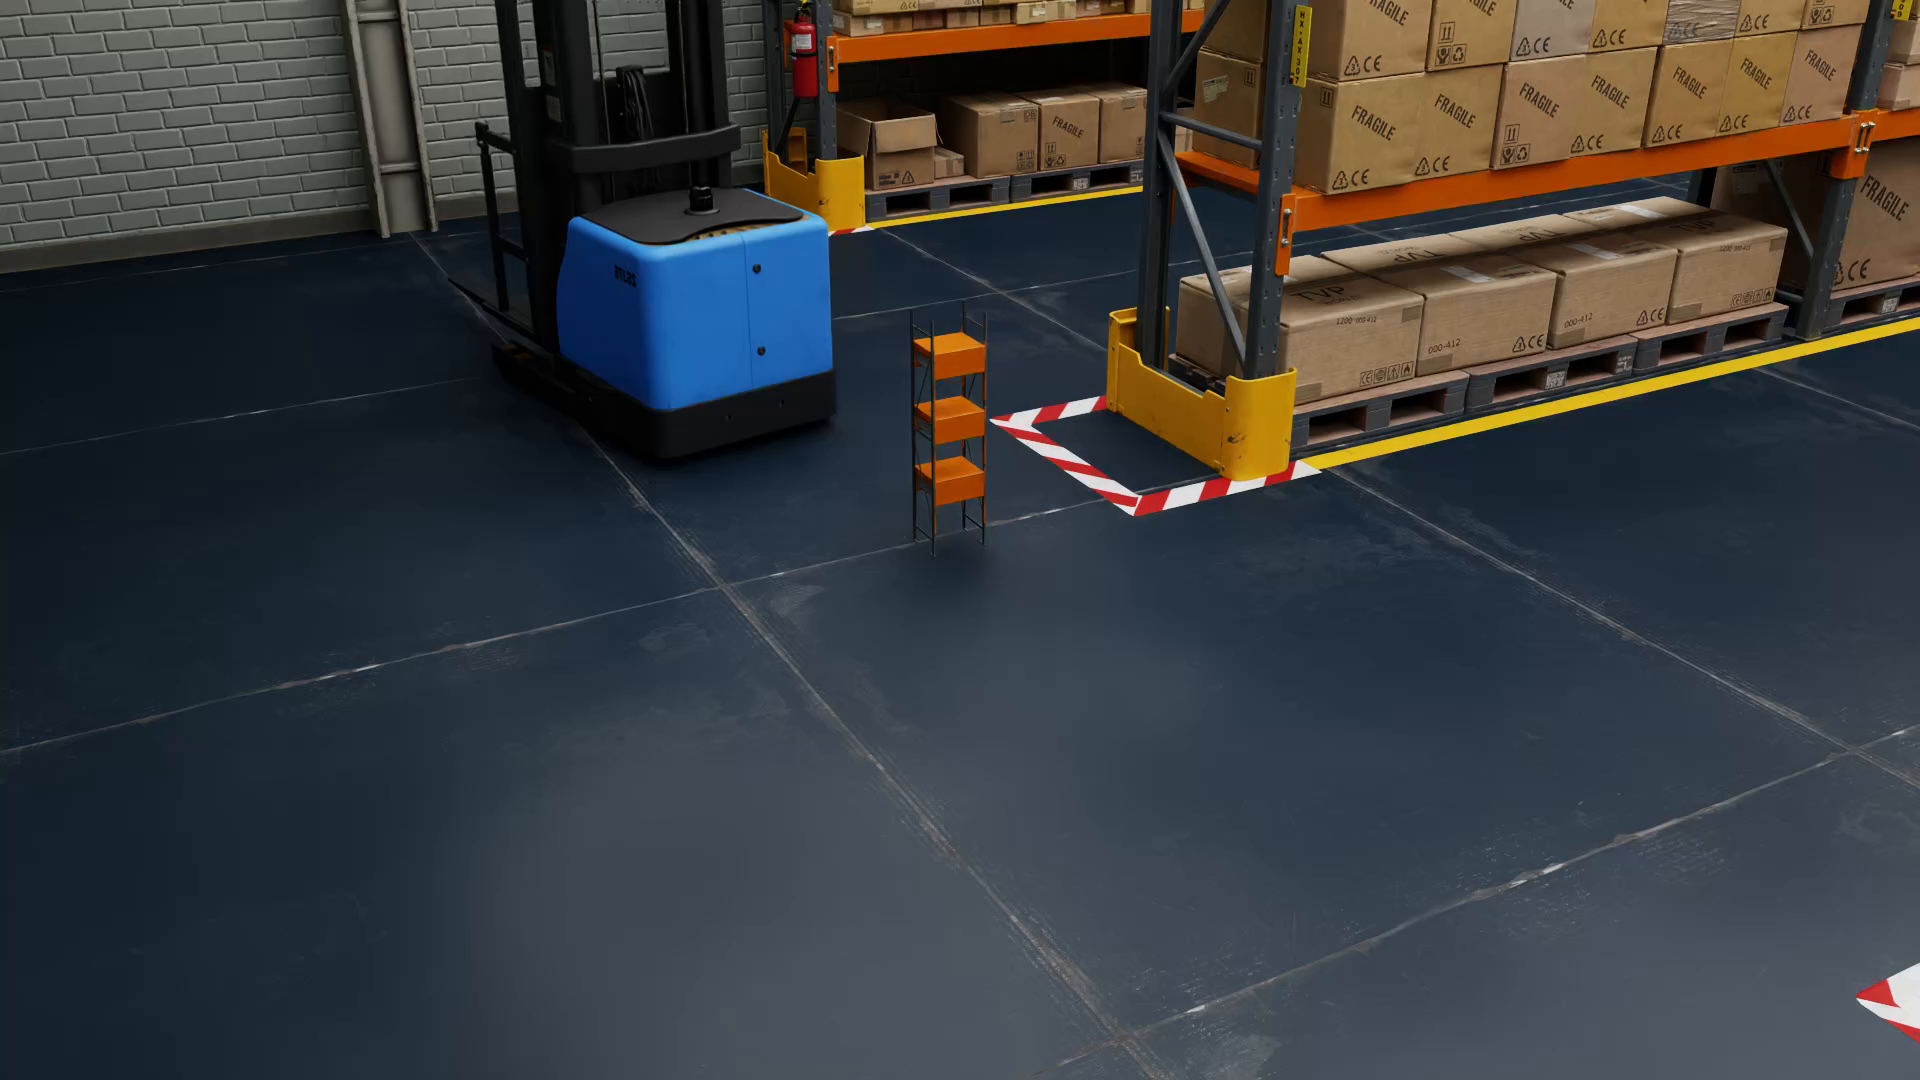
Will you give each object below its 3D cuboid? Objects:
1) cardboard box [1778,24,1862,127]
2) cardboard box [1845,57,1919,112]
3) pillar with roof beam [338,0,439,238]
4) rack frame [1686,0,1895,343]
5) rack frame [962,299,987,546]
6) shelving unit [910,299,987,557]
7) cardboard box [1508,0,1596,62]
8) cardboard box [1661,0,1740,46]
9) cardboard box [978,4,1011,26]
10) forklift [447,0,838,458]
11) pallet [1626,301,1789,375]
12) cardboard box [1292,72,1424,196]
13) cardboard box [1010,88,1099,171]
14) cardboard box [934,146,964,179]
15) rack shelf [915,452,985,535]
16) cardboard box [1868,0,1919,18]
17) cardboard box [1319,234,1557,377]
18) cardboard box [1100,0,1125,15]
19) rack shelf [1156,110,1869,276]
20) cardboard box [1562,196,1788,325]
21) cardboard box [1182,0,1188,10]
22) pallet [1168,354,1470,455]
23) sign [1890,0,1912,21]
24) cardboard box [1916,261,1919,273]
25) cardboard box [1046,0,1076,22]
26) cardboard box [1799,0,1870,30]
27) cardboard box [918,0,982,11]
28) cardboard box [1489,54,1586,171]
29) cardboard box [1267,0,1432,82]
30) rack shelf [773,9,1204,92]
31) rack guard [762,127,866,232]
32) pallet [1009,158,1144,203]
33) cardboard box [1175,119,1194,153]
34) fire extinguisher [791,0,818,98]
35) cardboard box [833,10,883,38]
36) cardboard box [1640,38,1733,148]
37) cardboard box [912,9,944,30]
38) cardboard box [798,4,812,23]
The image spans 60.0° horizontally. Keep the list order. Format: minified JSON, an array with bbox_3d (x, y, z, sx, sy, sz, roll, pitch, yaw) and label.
[{"bbox_3d":[4.429,-2.548,8.975,0.500,0.500,0.500,-13,28,-25],"label":"cardboard box"},{"bbox_3d":[5.230,-2.616,9.406,0.500,0.250,0.500,-14,29,-26],"label":"cardboard box"},{"bbox_3d":[-1.928,-4.630,6.497,0.400,9.000,9.100,-13,29,-25],"label":"pillar with roof beam"},{"bbox_3d":[4.718,-2.695,9.397,0.127,3.000,1.000,-13,29,-25],"label":"rack frame"},{"bbox_3d":[0.060,-0.487,7.052,0.008,1.050,0.200,-13,29,-25],"label":"rack frame"},{"bbox_3d":[-0.047,-0.462,7.000,0.252,1.050,0.215,-13,29,-25],"label":"shelving unit"},{"bbox_3d":[2.649,-2.581,7.888,0.500,0.500,0.500,-13,29,-25],"label":"cardboard box"},{"bbox_3d":[3.535,-2.781,8.307,0.500,0.500,0.500,-13,28,-24],"label":"cardboard box"},{"bbox_3d":[0.170,-3.844,12.082,0.250,0.149,0.380,-13,28,-24],"label":"cardboard box"},{"bbox_3d":[-1.916,-2.284,8.620,1.130,2.935,3.031,-18,31,-33],"label":"forklift"},{"bbox_3d":[4.010,-1.313,9.740,1.213,0.211,1.003,-13,29,-25],"label":"pallet"},{"bbox_3d":[1.747,-1.913,7.654,0.500,0.500,0.500,-13,29,-25],"label":"cardboard box"},{"bbox_3d":[0.720,-3.155,12.757,0.500,0.500,0.500,-12,28,-24],"label":"cardboard box"},{"bbox_3d":[-0.173,-2.839,12.506,0.250,0.149,0.380,-14,29,-27],"label":"cardboard box"},{"bbox_3d":[-0.047,-0.202,7.125,0.240,0.259,0.215,-13,29,-25],"label":"rack shelf"},{"bbox_3d":[5.242,-3.170,9.117,0.500,0.500,0.500,-13,28,-25],"label":"cardboard box"},{"bbox_3d":[2.527,-1.277,8.918,0.875,0.438,0.875,-12,28,-24],"label":"cardboard box"},{"bbox_3d":[1.042,-4.076,12.564,0.250,0.149,0.380,-13,28,-24],"label":"cardboard box"},{"bbox_3d":[2.953,-1.963,8.704,4.000,0.370,1.077,-13,29,-25],"label":"rack shelf"},{"bbox_3d":[4.114,-1.642,9.680,0.875,0.438,0.875,-13,29,-26],"label":"cardboard box"},{"bbox_3d":[1.535,-4.148,12.715,0.250,0.149,0.380,-12,28,-24],"label":"cardboard box"},{"bbox_3d":[1.857,-0.816,8.705,1.213,0.211,1.003,-13,29,-25],"label":"pallet"},{"bbox_3d":[4.981,-2.909,8.752,0.005,0.325,0.100,-13,29,-25],"label":"sign"},{"bbox_3d":[6.021,-2.270,10.482,0.875,0.875,0.875,-12,28,-24],"label":"cardboard box"},{"bbox_3d":[0.652,-3.929,12.257,0.250,0.149,0.380,-12,28,-24],"label":"cardboard box"},{"bbox_3d":[4.432,-2.989,8.739,0.500,0.500,0.500,-13,29,-26],"label":"cardboard box"},{"bbox_3d":[-0.179,-3.934,11.807,0.500,0.250,0.500,-13,28,-25],"label":"cardboard box"},{"bbox_3d":[2.638,-2.124,8.092,0.500,0.500,0.500,-13,29,-25],"label":"cardboard box"},{"bbox_3d":[1.746,-2.365,7.439,0.500,0.500,0.500,-14,29,-26],"label":"cardboard box"},{"bbox_3d":[0.614,-3.858,12.651,4.000,0.370,1.077,-13,29,-25],"label":"rack shelf"},{"bbox_3d":[-1.083,-2.664,12.220,0.348,0.500,1.175,-13,29,-25],"label":"rack guard"},{"bbox_3d":[0.695,-2.943,13.136,1.213,0.211,1.003,-13,29,-25],"label":"pallet"},{"bbox_3d":[1.711,-3.248,13.223,0.258,0.266,0.396,-12,28,-23],"label":"cardboard box"},{"bbox_3d":[-1.063,-3.366,11.314,0.183,0.674,0.296,-13,29,-25],"label":"fire extinguisher"},{"bbox_3d":[-0.731,-3.624,11.622,0.250,0.149,0.380,-13,29,-25],"label":"cardboard box"},{"bbox_3d":[3.541,-2.333,8.528,0.500,0.500,0.500,-13,29,-26],"label":"cardboard box"},{"bbox_3d":[-0.313,-3.760,11.906,0.250,0.149,0.380,-13,29,-26],"label":"cardboard box"},{"bbox_3d":[-0.984,-3.832,12.055,0.250,0.149,0.380,-13,29,-26],"label":"cardboard box"}]
